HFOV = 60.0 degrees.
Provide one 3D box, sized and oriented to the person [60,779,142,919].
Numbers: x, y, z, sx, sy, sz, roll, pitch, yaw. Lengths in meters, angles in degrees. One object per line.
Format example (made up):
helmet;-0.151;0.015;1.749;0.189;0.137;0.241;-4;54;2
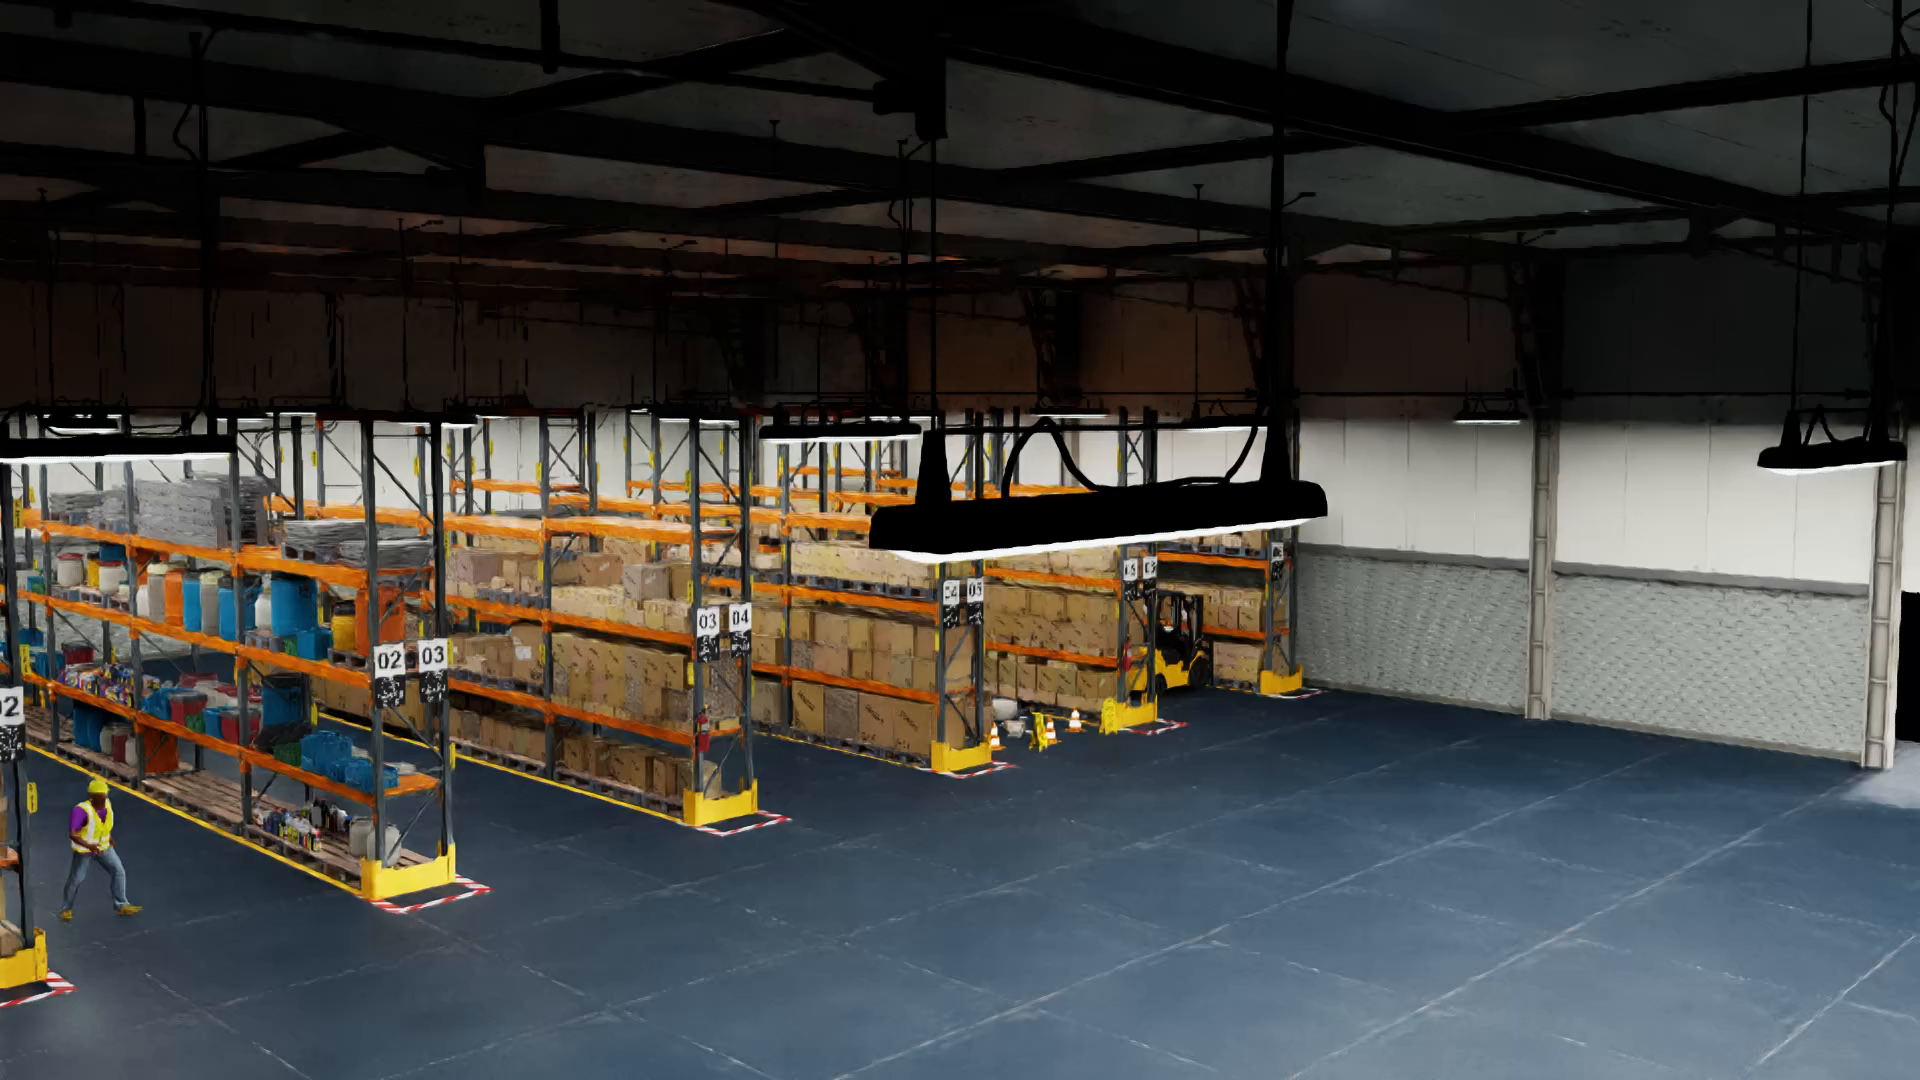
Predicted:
person;-10.440;3.705;20.016;0.835;1.704;0.710;3;6;28

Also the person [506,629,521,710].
person;-8.604;2.589;32.031;0.618;1.783;0.457;1;5;13
